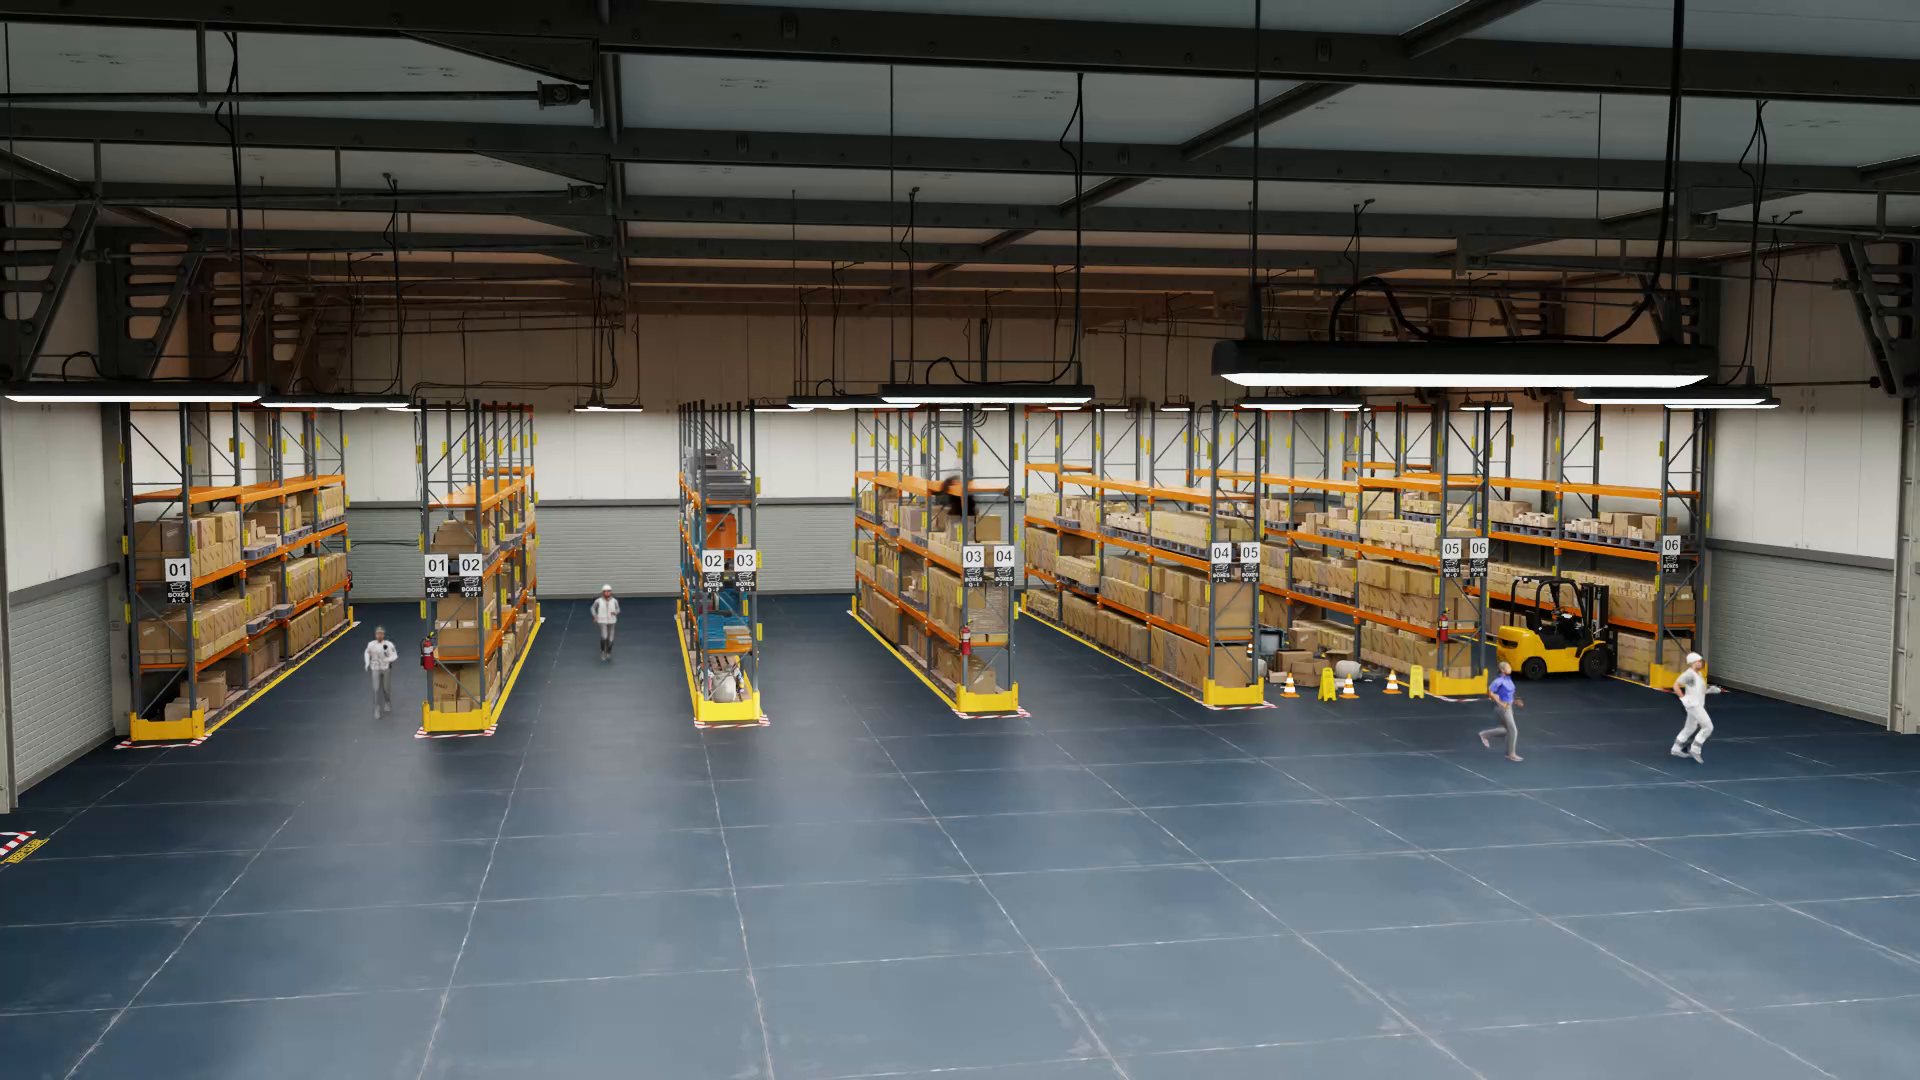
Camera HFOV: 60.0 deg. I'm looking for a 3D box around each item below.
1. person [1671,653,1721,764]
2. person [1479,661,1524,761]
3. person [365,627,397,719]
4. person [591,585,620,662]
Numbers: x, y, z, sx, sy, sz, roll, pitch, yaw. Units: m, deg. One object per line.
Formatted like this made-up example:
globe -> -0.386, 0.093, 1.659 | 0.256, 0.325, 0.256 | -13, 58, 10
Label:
person -> 12.099, 2.766, 27.354 | 0.735, 1.817, 0.641 | 3, 5, 32
person -> 9.008, 2.836, 27.690 | 0.760, 1.643, 0.577 | 3, 5, 35
person -> -10.986, 2.477, 31.547 | 0.611, 1.701, 0.864 | -1, 4, -13
person -> -8.191, 1.932, 38.565 | 0.629, 1.771, 0.693 | -2, 5, -24
